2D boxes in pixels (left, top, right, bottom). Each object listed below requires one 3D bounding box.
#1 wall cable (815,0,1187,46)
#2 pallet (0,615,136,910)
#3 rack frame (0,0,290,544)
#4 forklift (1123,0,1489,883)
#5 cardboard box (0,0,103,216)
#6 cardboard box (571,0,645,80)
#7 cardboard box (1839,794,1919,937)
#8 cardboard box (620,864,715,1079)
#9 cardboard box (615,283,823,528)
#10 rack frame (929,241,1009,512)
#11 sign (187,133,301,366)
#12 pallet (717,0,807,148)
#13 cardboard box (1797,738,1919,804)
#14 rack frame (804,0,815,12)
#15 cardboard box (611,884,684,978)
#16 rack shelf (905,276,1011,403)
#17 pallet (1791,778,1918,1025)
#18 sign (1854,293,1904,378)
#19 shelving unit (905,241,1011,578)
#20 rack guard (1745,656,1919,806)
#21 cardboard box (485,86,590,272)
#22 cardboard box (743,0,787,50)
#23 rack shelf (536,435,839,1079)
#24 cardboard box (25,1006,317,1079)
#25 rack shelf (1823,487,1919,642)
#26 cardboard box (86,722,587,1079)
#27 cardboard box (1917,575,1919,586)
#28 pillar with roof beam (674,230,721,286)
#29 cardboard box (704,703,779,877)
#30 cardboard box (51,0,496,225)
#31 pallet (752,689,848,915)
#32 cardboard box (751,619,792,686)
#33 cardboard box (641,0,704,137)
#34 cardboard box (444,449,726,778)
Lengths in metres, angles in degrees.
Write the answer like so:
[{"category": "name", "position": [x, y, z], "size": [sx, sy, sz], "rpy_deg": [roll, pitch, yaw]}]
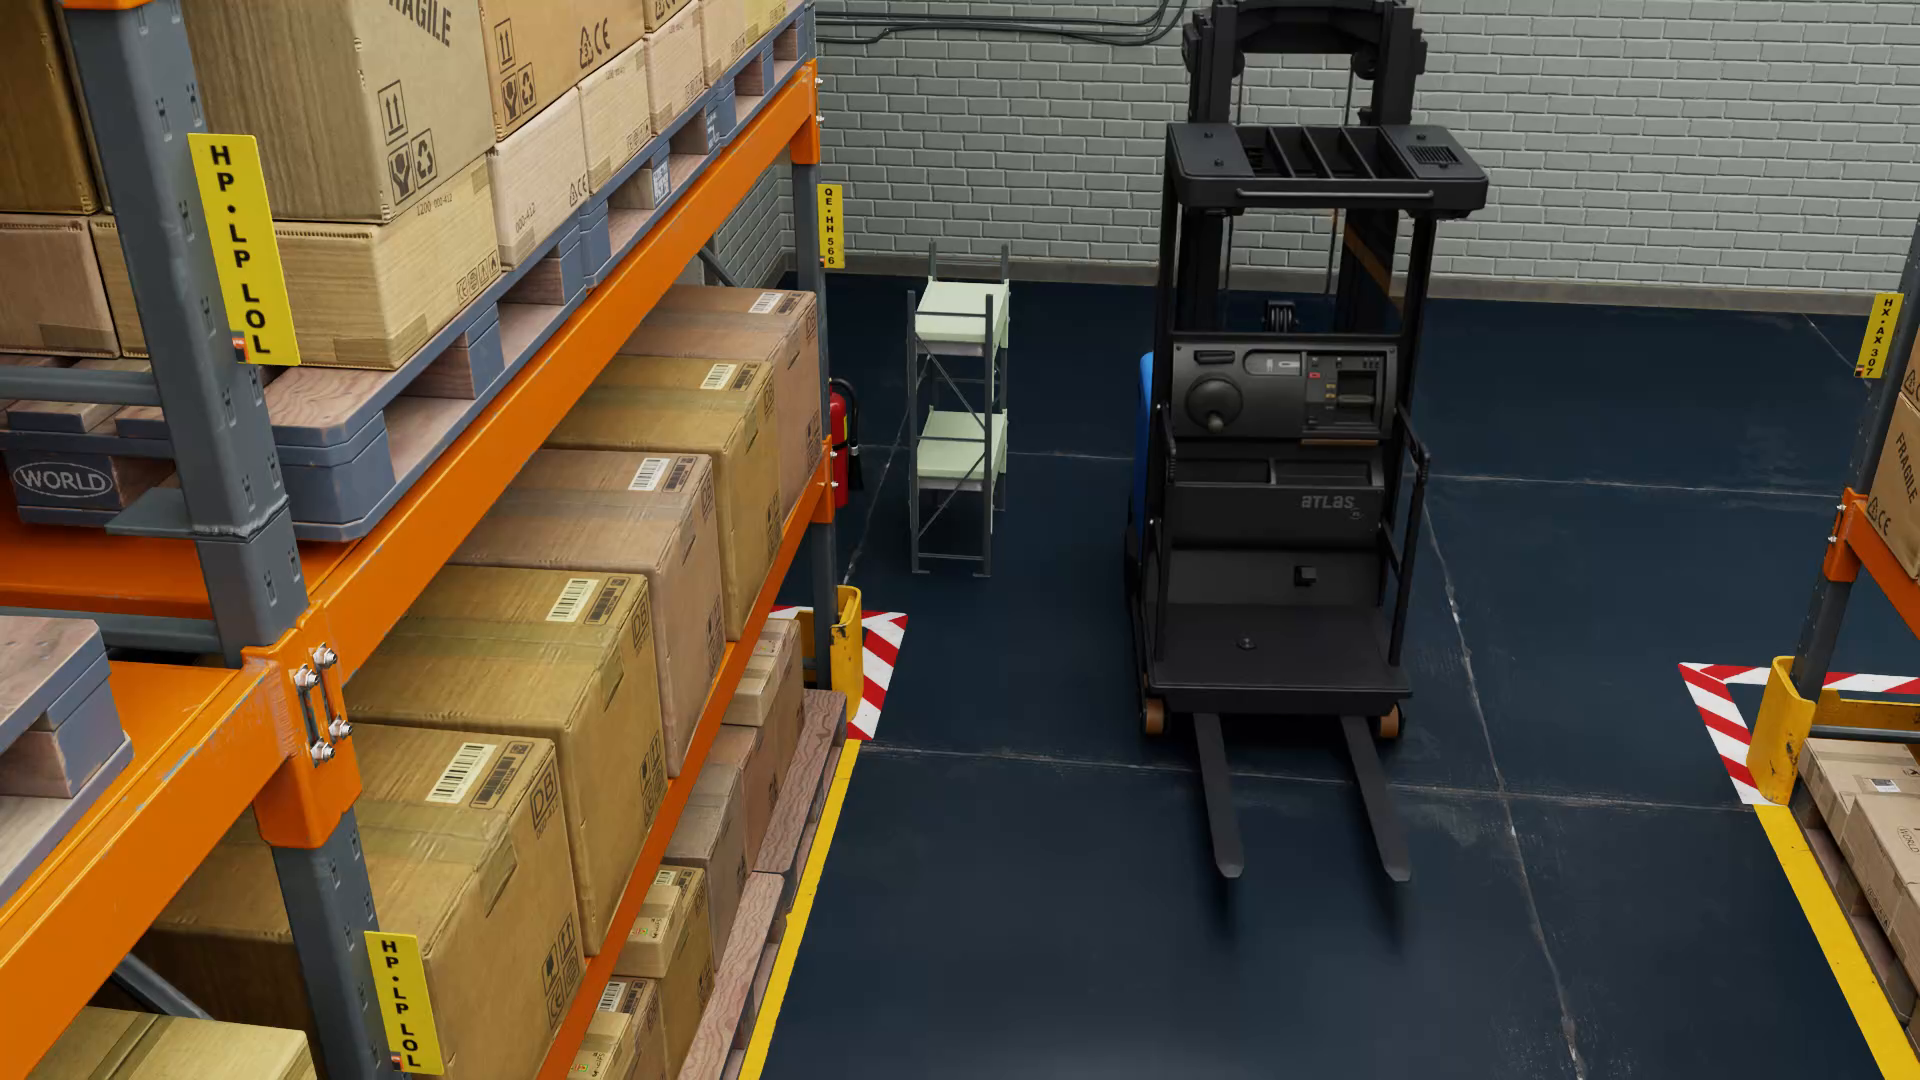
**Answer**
[{"category": "wall cable", "position": [0.017, -4.532, 10.948], "size": [3.097, 2.526, 0.112], "rpy_deg": [3, 28, 6]}, {"category": "pallet", "position": [-1.584, 0.465, 1.763], "size": [0.805, 0.209, 1.217], "rpy_deg": [2, 28, 4]}, {"category": "rack frame", "position": [-1.521, -1.374, 1.813], "size": [1.000, 3.000, 0.127], "rpy_deg": [3, 28, 6]}, {"category": "forklift", "position": [1.344, -0.586, 6.748], "size": [1.130, 2.935, 3.031], "rpy_deg": [1, 28, 2]}, {"category": "cardboard box", "position": [-1.667, -0.889, 2.894], "size": [0.500, 0.500, 0.500], "rpy_deg": [3, 28, 6]}, {"category": "cardboard box", "position": [-1.043, -1.341, 3.733], "size": [0.500, 0.500, 0.500], "rpy_deg": [4, 29, 7]}, {"category": "cardboard box", "position": [3.477, 1.162, 5.866], "size": [0.500, 0.250, 0.500], "rpy_deg": [3, 28, 6]}, {"category": "cardboard box", "position": [-1.198, 1.359, 5.258], "size": [0.700, 0.500, 0.500], "rpy_deg": [4, 29, 7]}, {"category": "cardboard box", "position": [-1.083, -0.507, 6.213], "size": [0.980, 0.700, 0.700], "rpy_deg": [5, 29, 9]}, {"category": "rack frame", "position": [0.044, -0.829, 8.708], "size": [0.400, 1.500, 0.023], "rpy_deg": [3, 28, 6]}, {"category": "sign", "position": [-0.981, -0.393, 2.277], "size": [0.100, 0.325, 0.005], "rpy_deg": [3, 28, 6]}, {"category": "pallet", "position": [-1.111, -1.548, 5.391], "size": [1.003, 0.211, 1.213], "rpy_deg": [3, 28, 6]}, {"category": "cardboard box", "position": [3.494, 0.909, 6.443], "size": [0.380, 0.149, 0.250], "rpy_deg": [3, 28, 6]}, {"category": "rack frame", "position": [-1.031, -3.257, 5.308], "size": [1.000, 3.000, 0.127], "rpy_deg": [3, 28, 6]}, {"category": "cardboard box", "position": [-1.041, 1.154, 4.953], "size": [0.380, 0.149, 0.250], "rpy_deg": [3, 28, 5]}, {"category": "rack shelf", "position": [-0.001, -1.001, 8.203], "size": [0.431, 0.370, 0.720], "rpy_deg": [3, 28, 6]}, {"category": "pallet", "position": [3.780, 1.309, 6.098], "size": [1.003, 0.211, 1.213], "rpy_deg": [3, 28, 6]}, {"category": "sign", "position": [3.347, -0.742, 6.053], "size": [0.100, 0.325, 0.005], "rpy_deg": [3, 28, 6]}, {"category": "shelving unit", "position": [-0.001, -0.657, 8.388], "size": [0.431, 1.500, 0.755], "rpy_deg": [3, 28, 6]}, {"category": "rack guard", "position": [3.877, 0.806, 6.726], "size": [1.175, 0.500, 0.348], "rpy_deg": [3, 28, 6]}, {"category": "cardboard box", "position": [-1.098, -0.766, 3.456], "size": [0.500, 0.250, 0.500], "rpy_deg": [3, 28, 5]}, {"category": "cardboard box", "position": [-0.857, -1.739, 5.263], "size": [0.500, 0.250, 0.500], "rpy_deg": [4, 29, 8]}, {"category": "rack shelf", "position": [-1.276, 0.642, 5.154], "size": [1.077, 0.370, 4.000], "rpy_deg": [3, 28, 6]}, {"category": "cardboard box", "position": [-1.324, 0.988, 2.523], "size": [0.500, 0.250, 0.500], "rpy_deg": [4, 29, 7]}, {"category": "rack shelf", "position": [3.641, 0.928, 4.623], "size": [1.077, 0.370, 4.000], "rpy_deg": [3, 28, 6]}, {"category": "cardboard box", "position": [-1.438, 0.880, 3.637], "size": [0.980, 0.700, 0.700], "rpy_deg": [4, 29, 7]}, {"category": "cardboard box", "position": [3.512, 0.063, 5.365], "size": [0.500, 0.500, 0.500], "rpy_deg": [3, 28, 6]}, {"category": "pillar with roof beam", "position": [2.714, -4.328, 7.296], "size": [9.100, 9.000, 0.400], "rpy_deg": [3, 28, 6]}, {"category": "cardboard box", "position": [-1.079, 0.870, 6.165], "size": [0.700, 0.500, 0.500], "rpy_deg": [3, 28, 6]}, {"category": "cardboard box", "position": [-1.155, -0.866, 2.852], "size": [0.500, 0.500, 0.500], "rpy_deg": [3, 28, 6]}, {"category": "pallet", "position": [-1.051, 0.993, 6.685], "size": [1.003, 0.211, 1.213], "rpy_deg": [3, 28, 6]}, {"category": "cardboard box", "position": [-0.852, 0.420, 6.316], "size": [0.380, 0.149, 0.250], "rpy_deg": [3, 28, 6]}, {"category": "cardboard box", "position": [-0.979, -1.249, 4.353], "size": [0.500, 0.250, 0.500], "rpy_deg": [3, 28, 5]}, {"category": "cardboard box", "position": [-1.264, 0.194, 4.911], "size": [0.980, 0.700, 0.700], "rpy_deg": [2, 28, 4]}]
